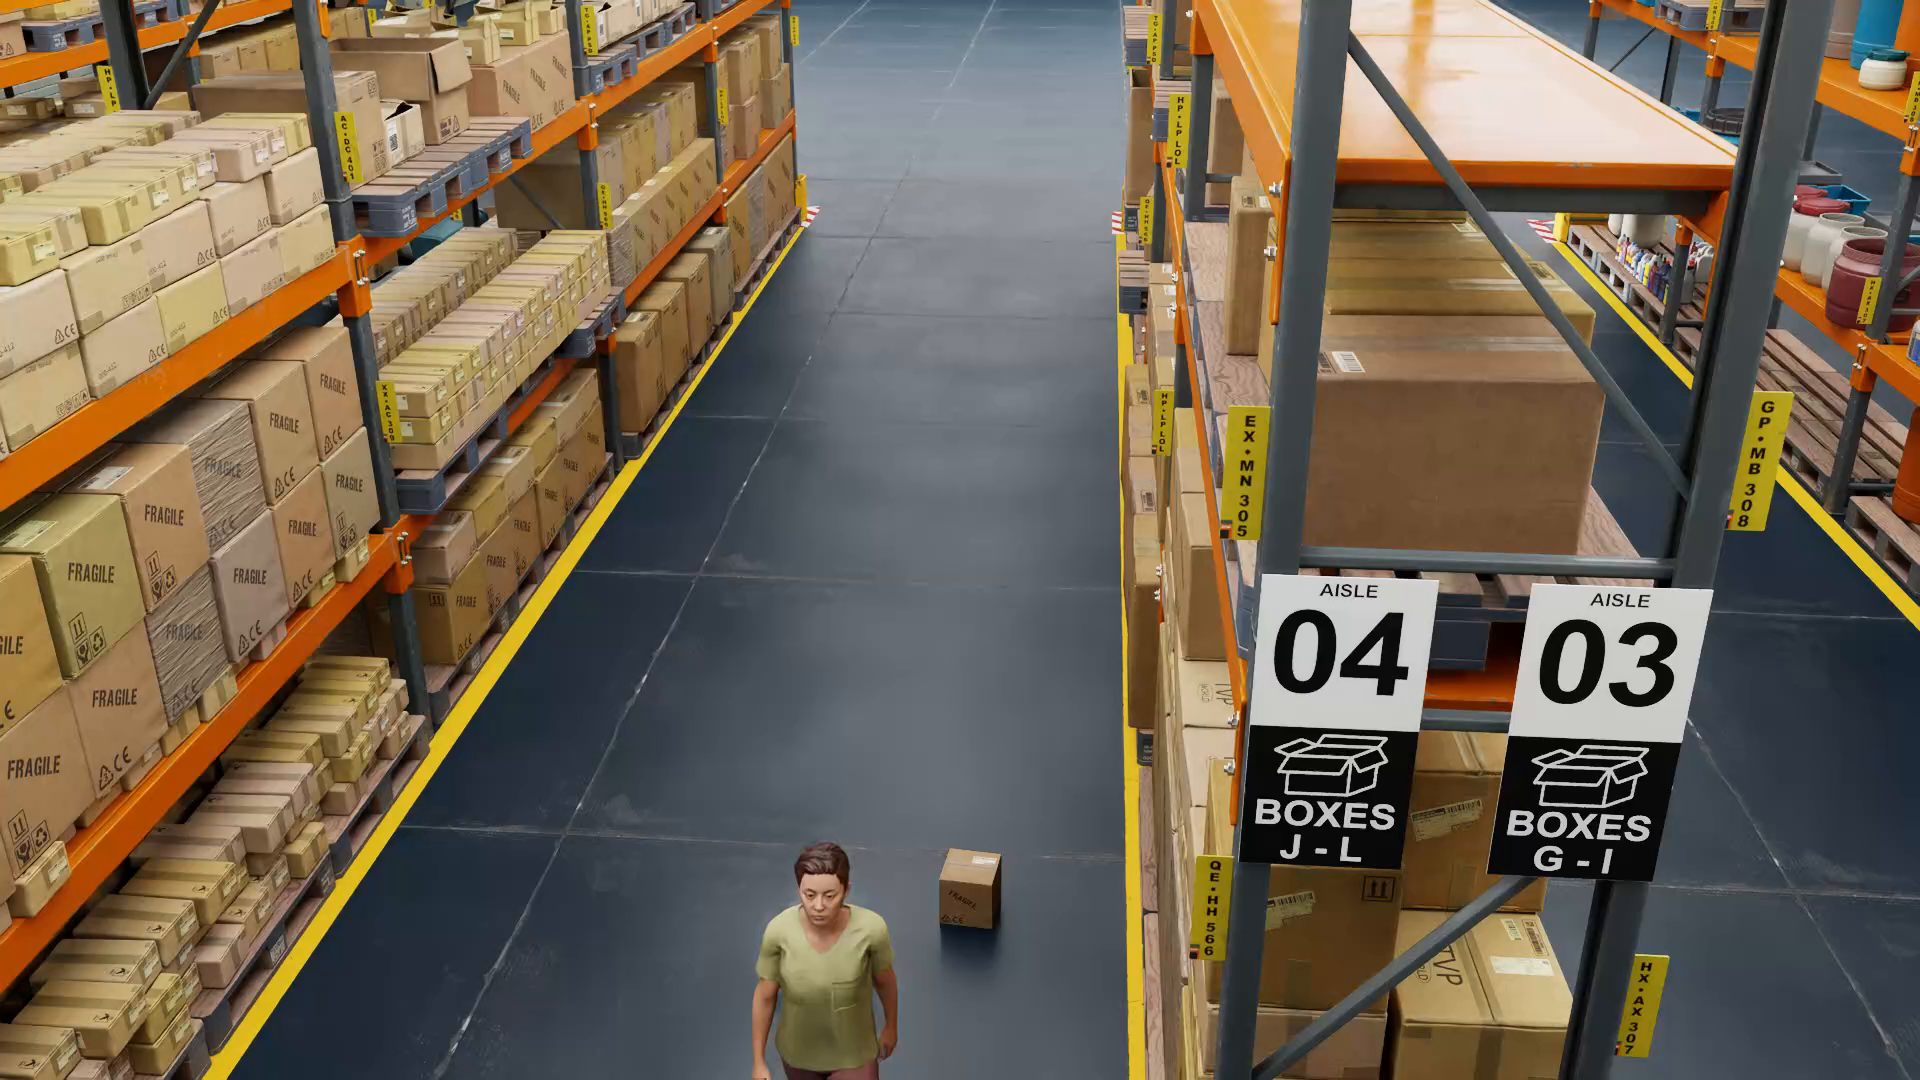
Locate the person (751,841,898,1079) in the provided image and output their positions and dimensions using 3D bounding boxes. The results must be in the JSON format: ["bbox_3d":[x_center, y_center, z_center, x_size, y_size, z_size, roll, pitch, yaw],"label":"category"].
[{"bbox_3d":[-0.472,1.797,5.680,0.469,1.665,0.855,3,25,7],"label":"person"}]
